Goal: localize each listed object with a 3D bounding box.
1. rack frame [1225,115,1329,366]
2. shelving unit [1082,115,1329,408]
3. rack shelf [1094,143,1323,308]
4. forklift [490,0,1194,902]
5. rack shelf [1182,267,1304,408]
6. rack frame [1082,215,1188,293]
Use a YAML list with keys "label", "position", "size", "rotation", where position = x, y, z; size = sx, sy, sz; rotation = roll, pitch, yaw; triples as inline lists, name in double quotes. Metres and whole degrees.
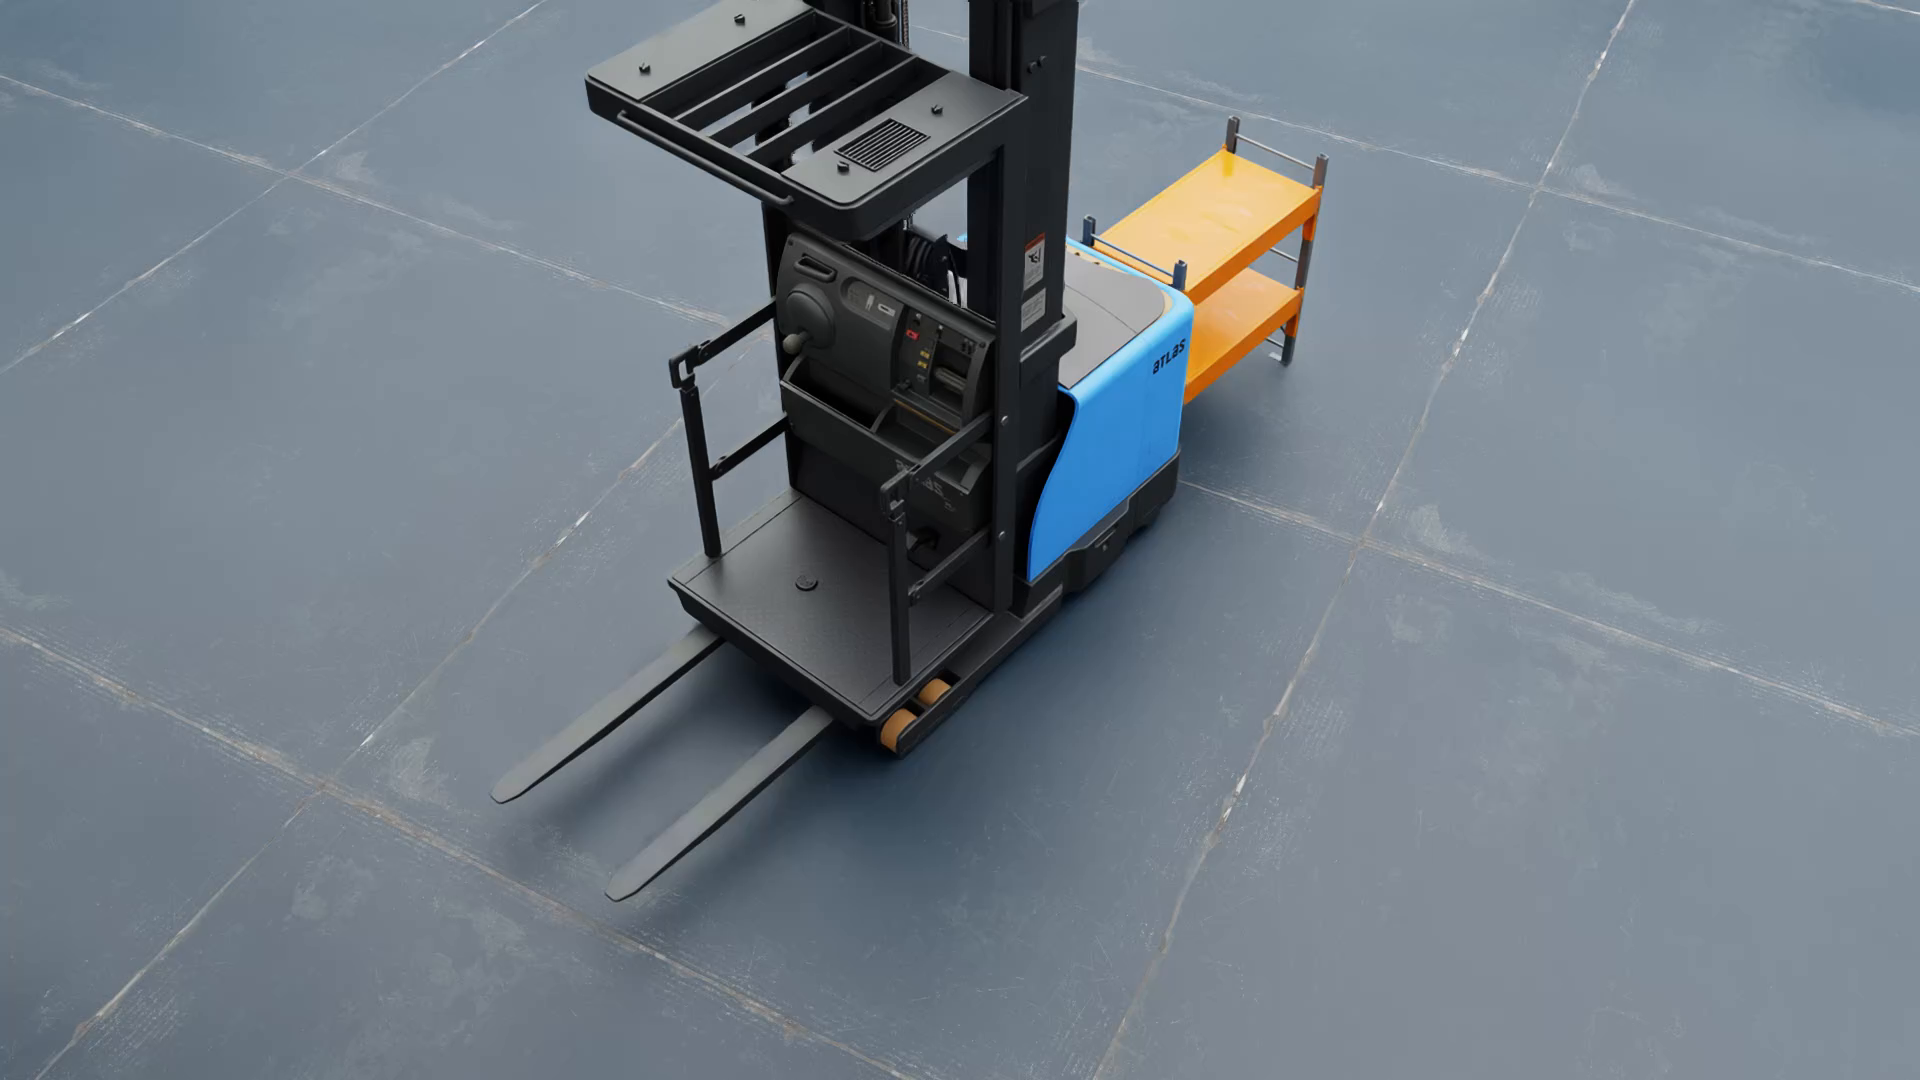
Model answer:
- label: "rack frame"
  position: [1.371, -1.342, 7.566]
  size: [0.500, 1.125, 0.032]
  rotation: [32, 54, 28]
- label: "shelving unit"
  position: [1.034, -1.072, 7.298]
  size: [0.538, 1.125, 1.048]
  rotation: [32, 54, 28]
- label: "rack shelf"
  position: [1.034, -1.277, 7.090]
  size: [0.538, 0.278, 1.000]
  rotation: [32, 54, 28]
- label: "forklift"
  position: [-0.413, -0.641, 5.603]
  size: [1.130, 2.935, 3.031]
  rotation: [31, 53, 27]
- label: "rack shelf"
  position: [1.034, -0.900, 7.472]
  size: [0.538, 0.278, 1.000]
  rotation: [32, 54, 28]
- label: "rack frame"
  position: [0.697, -0.801, 7.030]
  size: [0.500, 1.125, 0.032]
  rotation: [32, 54, 28]
